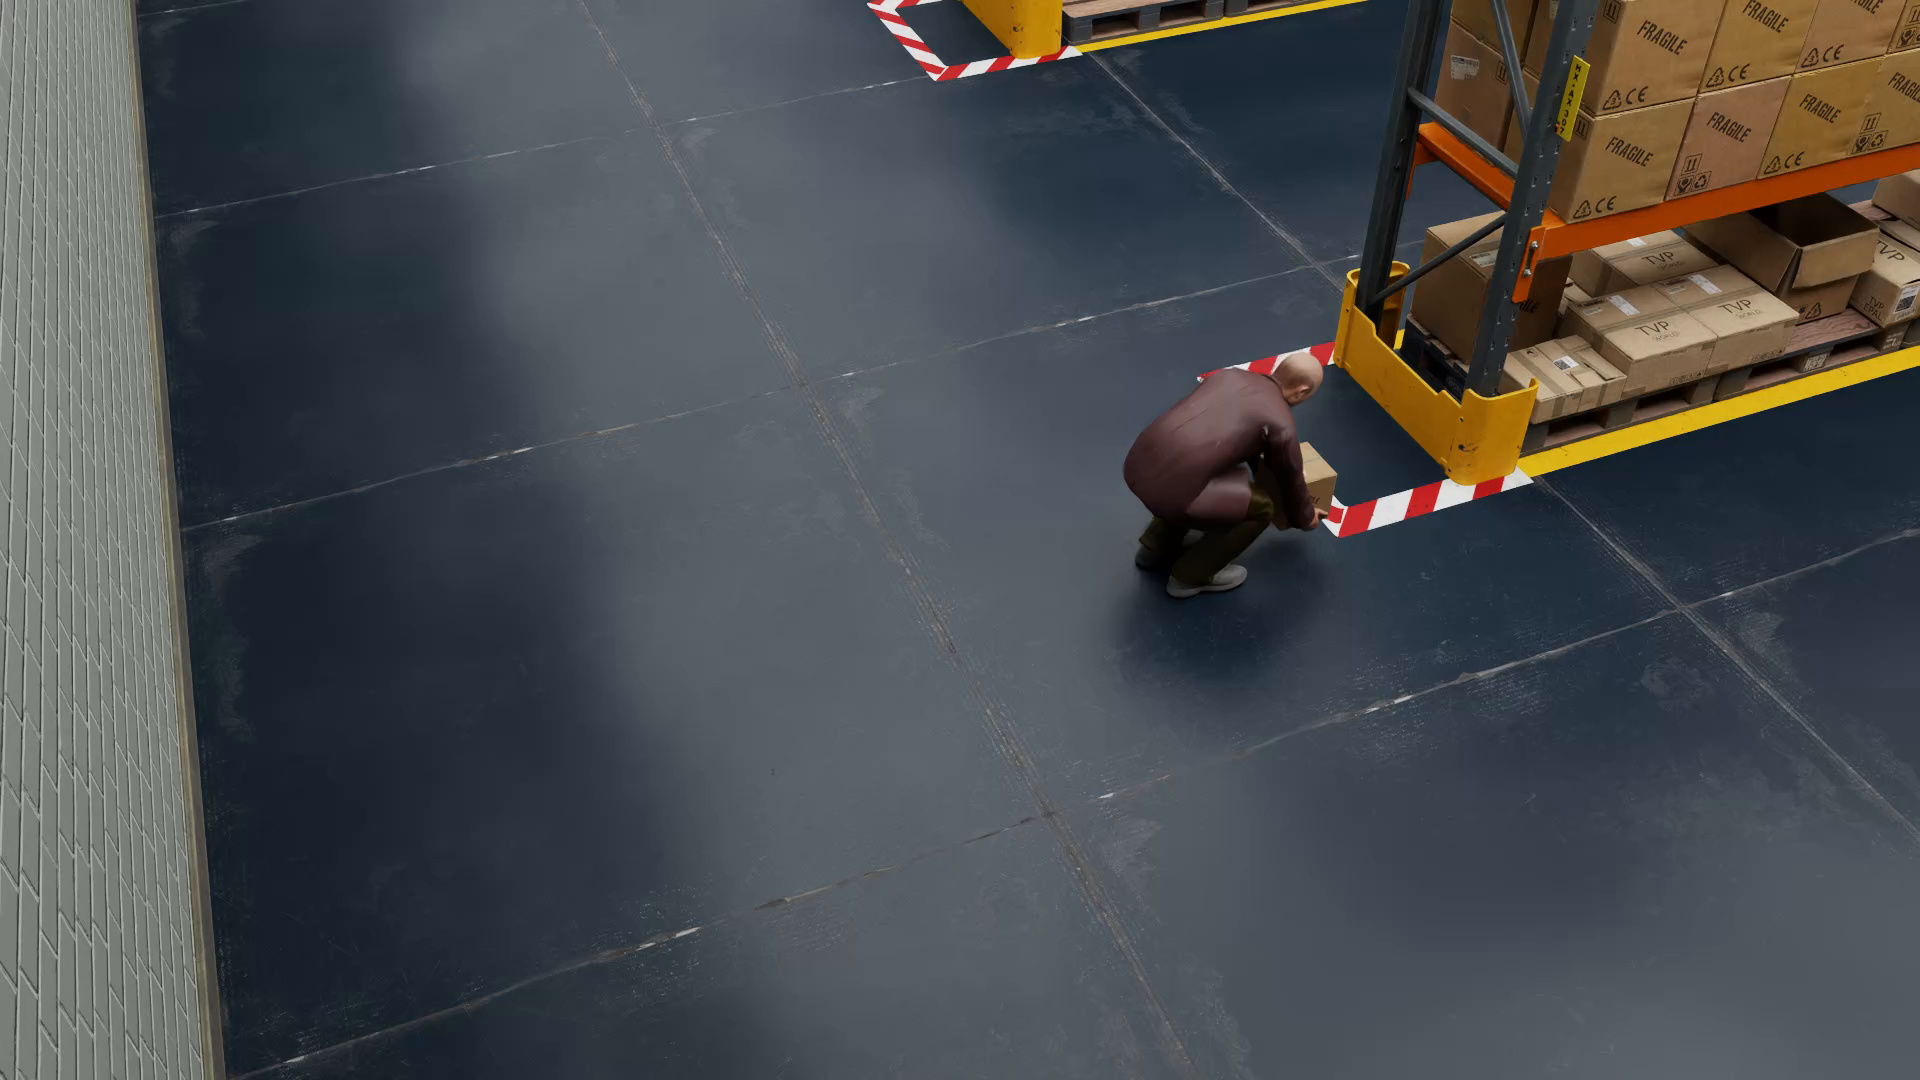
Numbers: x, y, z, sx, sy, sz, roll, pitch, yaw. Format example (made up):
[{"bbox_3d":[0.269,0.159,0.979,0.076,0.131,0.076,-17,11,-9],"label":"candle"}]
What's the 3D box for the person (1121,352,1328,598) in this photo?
[{"bbox_3d":[1.129,-0.275,7.076,0.945,1.002,0.583,-16,44,-18],"label":"person"}]
